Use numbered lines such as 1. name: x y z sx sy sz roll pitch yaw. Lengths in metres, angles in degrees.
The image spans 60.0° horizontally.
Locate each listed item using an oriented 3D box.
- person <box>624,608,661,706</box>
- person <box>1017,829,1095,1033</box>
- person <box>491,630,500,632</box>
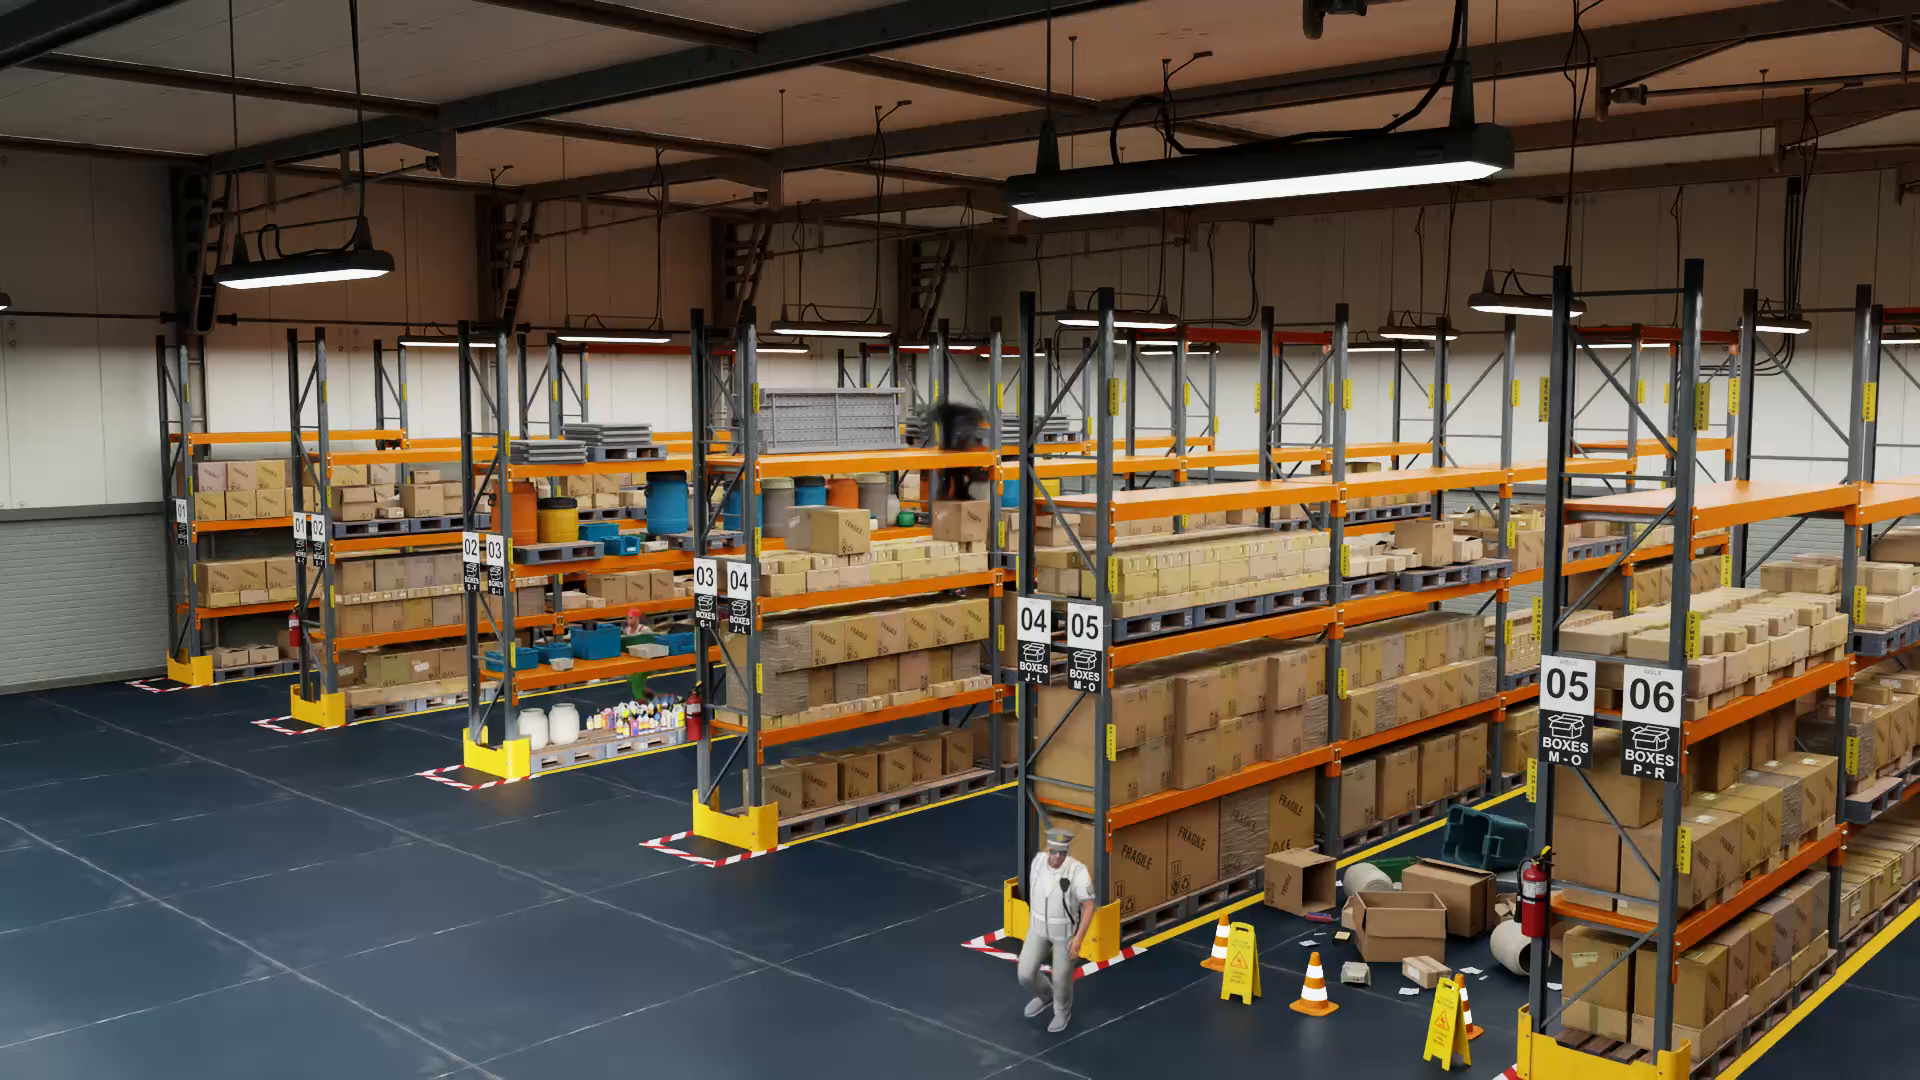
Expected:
1. person: -4.913 1.899 25.707 0.651 1.738 0.791 4 7 39
2. person: 0.769 3.093 13.146 0.663 1.704 0.656 2 6 23
3. person: -8.275 1.582 29.812 0.715 1.582 0.871 2 6 17
